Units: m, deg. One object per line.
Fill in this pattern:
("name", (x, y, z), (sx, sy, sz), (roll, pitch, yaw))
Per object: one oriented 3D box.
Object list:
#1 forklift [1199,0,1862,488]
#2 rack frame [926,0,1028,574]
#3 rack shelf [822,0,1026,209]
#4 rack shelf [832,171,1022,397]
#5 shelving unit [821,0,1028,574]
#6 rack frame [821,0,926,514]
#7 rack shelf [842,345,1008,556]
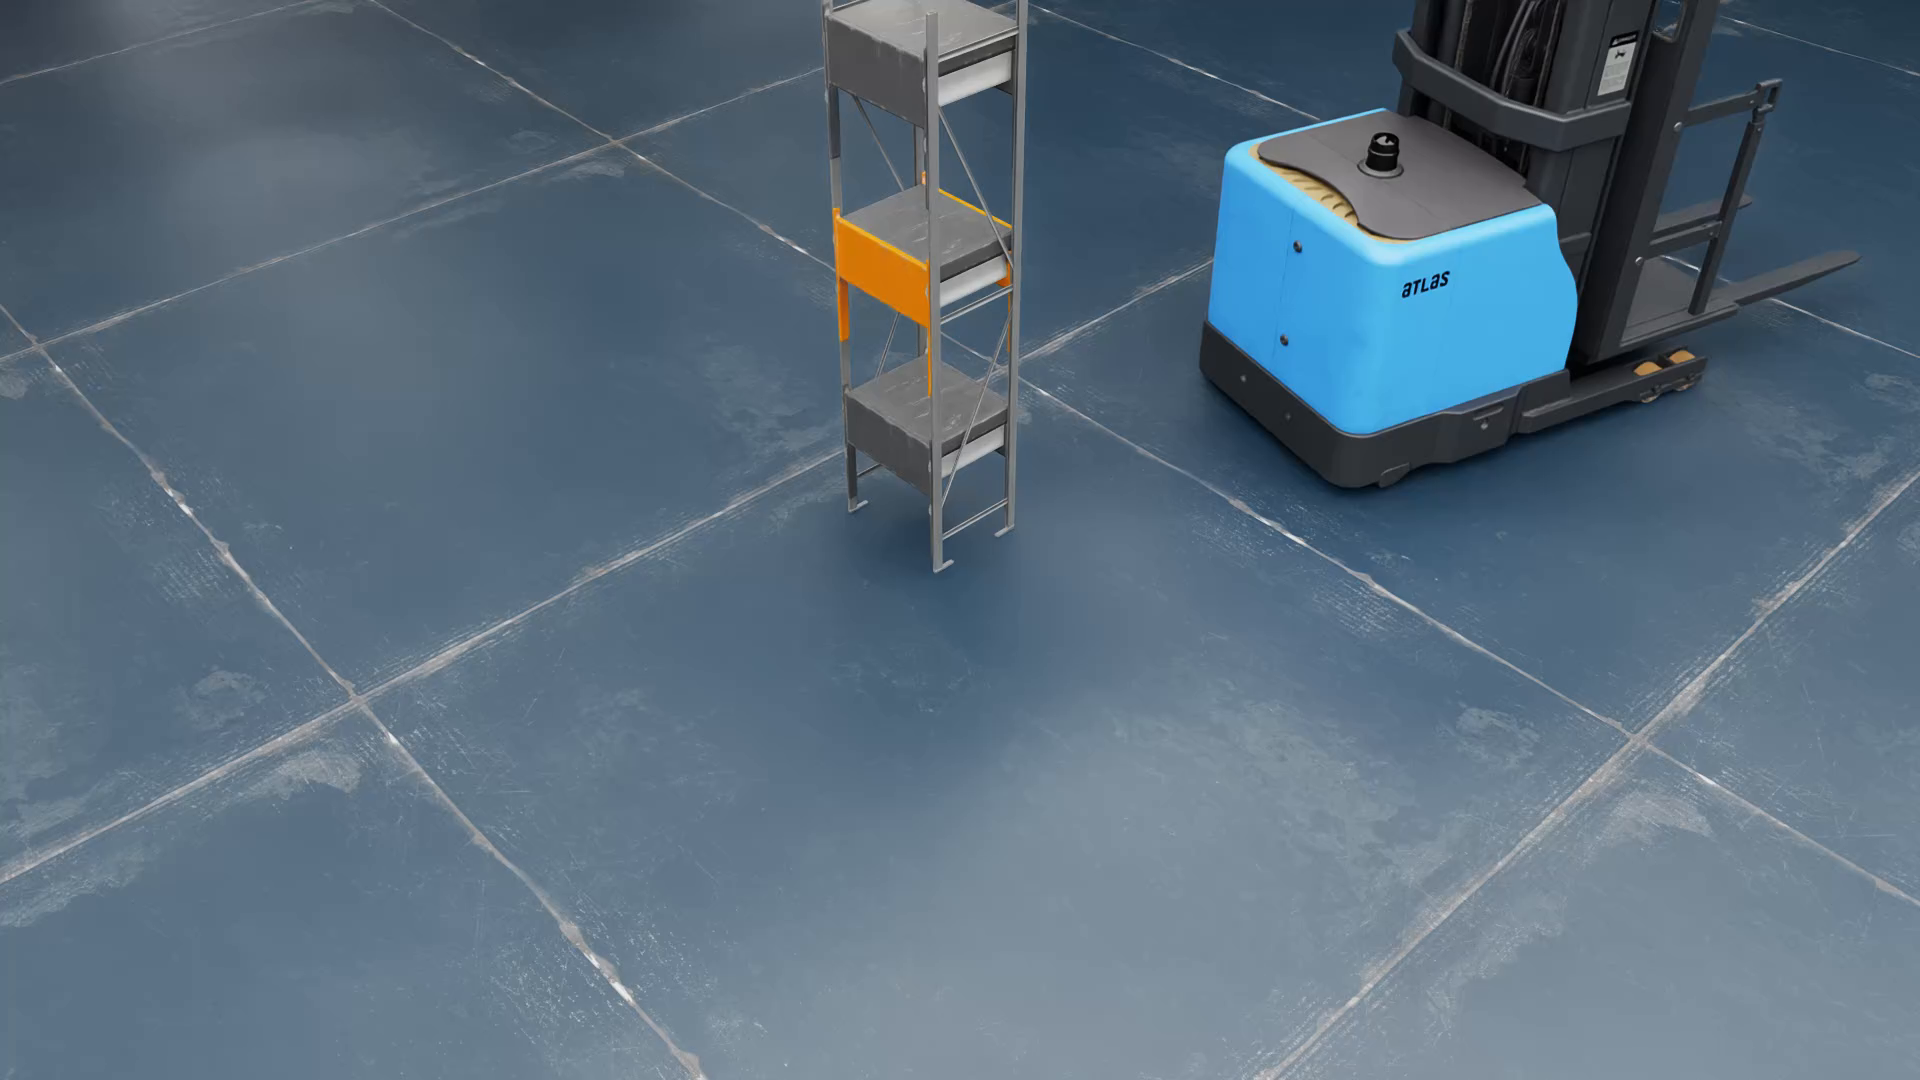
("forklift", (2.561, -1.992, 6.384), (3.031, 2.935, 1.130), (-18, 42, -21))
("rack frame", (0.053, -0.781, 5.545), (0.400, 2.100, 0.015), (-30, 48, -32))
("rack shelf", (-0.112, -1.427, 5.254), (0.431, 0.518, 0.480), (-30, 48, -32))
("rack shelf", (-0.112, -0.883, 5.694), (0.431, 0.518, 0.480), (-30, 48, -32))
("shelving unit", (-0.112, -0.893, 5.685), (0.431, 2.100, 0.503), (-30, 48, -32))
("rack frame", (-0.277, -1.006, 5.825), (0.400, 2.100, 0.015), (-30, 48, -32))
("rack shelf", (-0.112, -0.338, 6.134), (0.431, 0.518, 0.480), (-30, 48, -32))
